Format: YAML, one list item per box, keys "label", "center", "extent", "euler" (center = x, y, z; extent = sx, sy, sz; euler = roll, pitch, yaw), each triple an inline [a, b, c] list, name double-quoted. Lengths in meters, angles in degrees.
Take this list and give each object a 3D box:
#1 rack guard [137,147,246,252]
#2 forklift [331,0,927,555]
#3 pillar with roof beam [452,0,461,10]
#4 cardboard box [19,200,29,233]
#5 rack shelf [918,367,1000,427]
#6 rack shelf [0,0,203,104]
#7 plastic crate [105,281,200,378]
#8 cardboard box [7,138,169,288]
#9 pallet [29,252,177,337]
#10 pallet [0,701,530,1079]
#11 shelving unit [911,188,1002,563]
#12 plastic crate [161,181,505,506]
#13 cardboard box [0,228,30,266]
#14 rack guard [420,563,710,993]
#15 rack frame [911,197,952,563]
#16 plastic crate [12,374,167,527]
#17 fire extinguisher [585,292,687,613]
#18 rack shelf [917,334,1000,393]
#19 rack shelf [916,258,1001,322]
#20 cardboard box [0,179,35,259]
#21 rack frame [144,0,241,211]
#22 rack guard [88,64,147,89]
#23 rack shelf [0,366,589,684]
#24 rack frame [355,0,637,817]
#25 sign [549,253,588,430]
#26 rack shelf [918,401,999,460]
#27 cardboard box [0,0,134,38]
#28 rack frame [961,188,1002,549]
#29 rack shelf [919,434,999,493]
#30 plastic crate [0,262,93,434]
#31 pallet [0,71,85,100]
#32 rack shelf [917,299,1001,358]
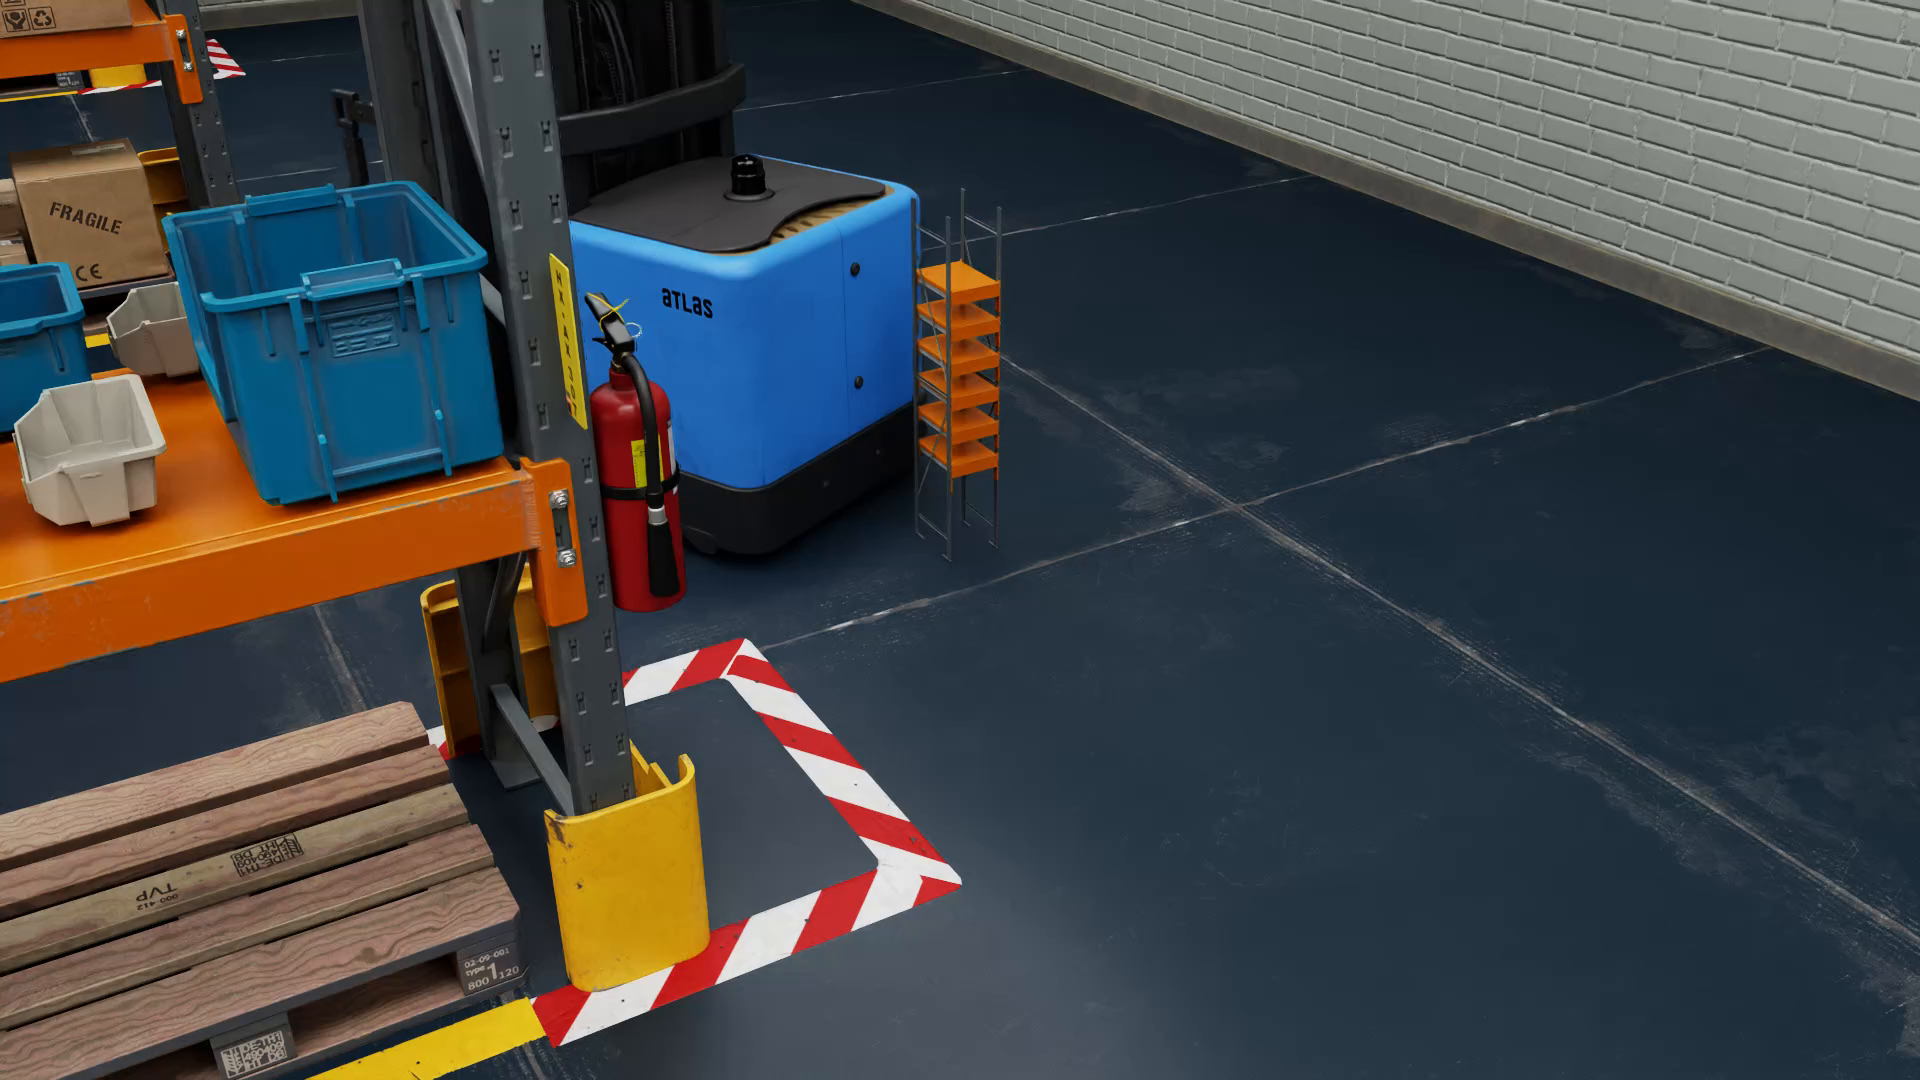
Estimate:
- label: "rack guard"
  center: [-3.607, -1.479, 7.913]
  extent: [0.348, 0.500, 1.175]
  euler: [-16, 33, -26]
- label: "forklift"
  center: [-1.630, -1.768, 5.921]
  extent: [3.031, 2.935, 1.130]
  euler: [18, 34, 29]
- label: "pillar with roof beam"
  center: [-1.984, -6.509, 8.231]
  extent: [0.400, 9.000, 9.100]
  euler: [-16, 33, -26]
- label: "cardboard box"
  center: [-4.292, -1.524, 7.883]
  extent: [0.250, 0.166, 0.380]
  euler: [-16, 33, -26]
- label: "rack shelf"
  center: [-0.012, -0.483, 5.475]
  extent: [0.180, 0.103, 0.258]
  euler: [-16, 33, -26]
- label: "rack shelf"
  center: [-5.266, -1.788, 6.629]
  extent: [4.000, 0.370, 1.077]
  euler: [-16, 33, -26]
- label: "plastic crate"
  center: [-1.734, -0.471, 3.710]
  extent: [0.298, 0.136, 0.250]
  euler: [-16, 33, -26]
- label: "cardboard box"
  center: [-3.886, -1.455, 7.413]
  extent: [0.500, 0.500, 0.500]
  euler: [-16, 33, -26]
- label: "pallet"
  center: [-4.294, -1.157, 7.628]
  extent: [1.213, 0.211, 1.003]
  euler: [-16, 33, -26]
- label: "pallet"
  center: [-1.766, 0.879, 3.939]
  extent: [1.213, 0.211, 1.003]
  euler: [-16, 33, -26]
- label: "shelving unit"
  center: [-0.012, -0.522, 5.454]
  extent: [0.189, 1.200, 0.258]
  euler: [-16, 33, -26]
- label: "plastic crate"
  center: [-1.229, -0.410, 3.289]
  extent: [0.499, 0.435, 0.616]
  euler: [-16, 33, -26]
- label: "cardboard box"
  center: [-4.280, -1.247, 7.382]
  extent: [0.250, 0.166, 0.380]
  euler: [-16, 33, -26]
- label: "rack guard"
  center: [-1.021, 0.555, 4.226]
  extent: [0.348, 0.500, 1.175]
  euler: [-16, 33, -26]
- label: "rack frame"
  center: [-0.091, -0.499, 5.413]
  extent: [0.006, 1.200, 0.240]
  euler: [-16, 33, -26]
- label: "plastic crate"
  center: [-1.647, -0.163, 3.153]
  extent: [0.243, 0.136, 0.396]
  euler: [-16, 33, -26]
- label: "fire extinguisher"
  center: [-0.675, -0.178, 3.434]
  extent: [0.183, 0.674, 0.296]
  euler: [-16, 33, -26]
- label: "rack shelf"
  center: [-0.012, -0.588, 5.417]
  extent: [0.180, 0.103, 0.258]
  euler: [-16, 33, -26]
- label: "rack shelf"
  center: [-0.012, -0.798, 5.301]
  extent: [0.180, 0.103, 0.258]
  euler: [-16, 33, -26]
- label: "cardboard box"
  center: [-4.585, -1.443, 7.652]
  extent: [0.500, 0.250, 0.500]
  euler: [-16, 33, -26]
- label: "rack frame"
  center: [-3.542, -2.592, 7.342]
  extent: [0.127, 3.000, 1.000]
  euler: [-16, 33, -26]
- label: "rack guard"
  center: [-6.034, -3.566, 11.695]
  extent: [0.348, 0.500, 1.175]
  euler: [-16, 33, -26]
- label: "rack shelf"
  center: [-2.760, 0.277, 2.888]
  extent: [4.000, 0.370, 1.077]
  euler: [-16, 33, -26]
- label: "rack frame"
  center: [-1.035, -0.528, 3.602]
  extent: [0.127, 3.000, 1.000]
  euler: [-16, 33, -26]
- label: "sign"
  center: [-0.743, -0.374, 3.154]
  extent: [0.005, 0.325, 0.100]
  euler: [-16, 33, -26]
- label: "rack shelf"
  center: [-0.012, -0.378, 5.533]
  extent: [0.180, 0.103, 0.258]
  euler: [-16, 33, -26]
- label: "cardboard box"
  center: [-3.790, -2.413, 6.914]
  extent: [0.500, 0.500, 0.500]
  euler: [-15, 32, -25]
- label: "rack frame"
  center: [0.066, -0.544, 5.494]
  extent: [0.006, 1.200, 0.240]
  euler: [-16, 33, -26]
- label: "rack shelf"
  center: [-0.012, -0.273, 5.591]
  extent: [0.180, 0.103, 0.258]
  euler: [-16, 33, -26]
- label: "plastic crate"
  center: [-1.983, -0.396, 3.475]
  extent: [0.300, 0.233, 0.416]
  euler: [-16, 33, -26]
- label: "pallet"
  center: [-6.704, -3.205, 11.340]
  extent: [1.213, 0.211, 1.003]
  euler: [-16, 33, -26]
- label: "rack shelf"
  center: [-0.012, -0.693, 5.359]
  extent: [0.180, 0.103, 0.258]
  euler: [-16, 33, -26]
